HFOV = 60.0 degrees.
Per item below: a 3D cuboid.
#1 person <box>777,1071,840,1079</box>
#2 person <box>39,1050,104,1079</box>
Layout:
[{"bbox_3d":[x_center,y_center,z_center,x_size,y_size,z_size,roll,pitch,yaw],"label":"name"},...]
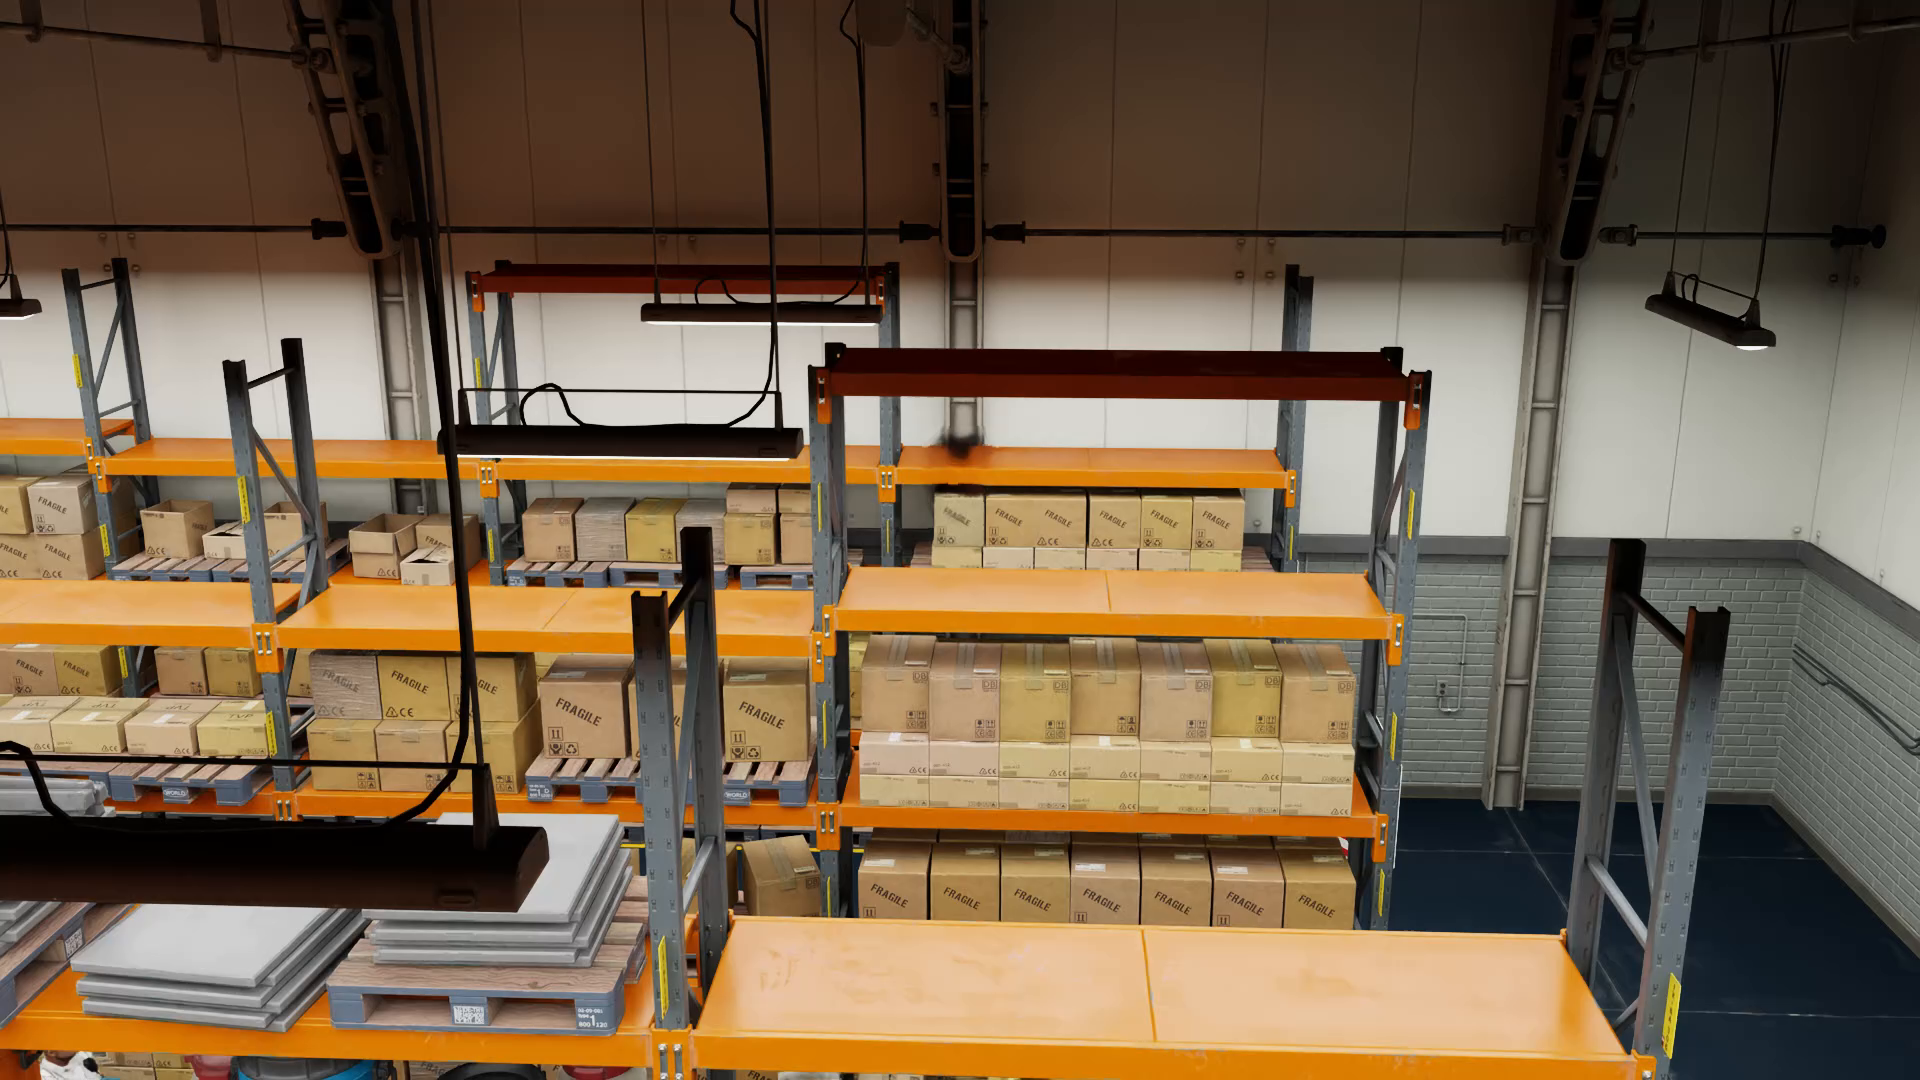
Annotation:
[{"bbox_3d":[-1.048,4.094,11.542,0.440,1.700,0.376,-10,19,-30],"label":"person"},{"bbox_3d":[-6.079,4.063,11.395,0.534,1.758,0.522,12,20,37],"label":"person"}]
